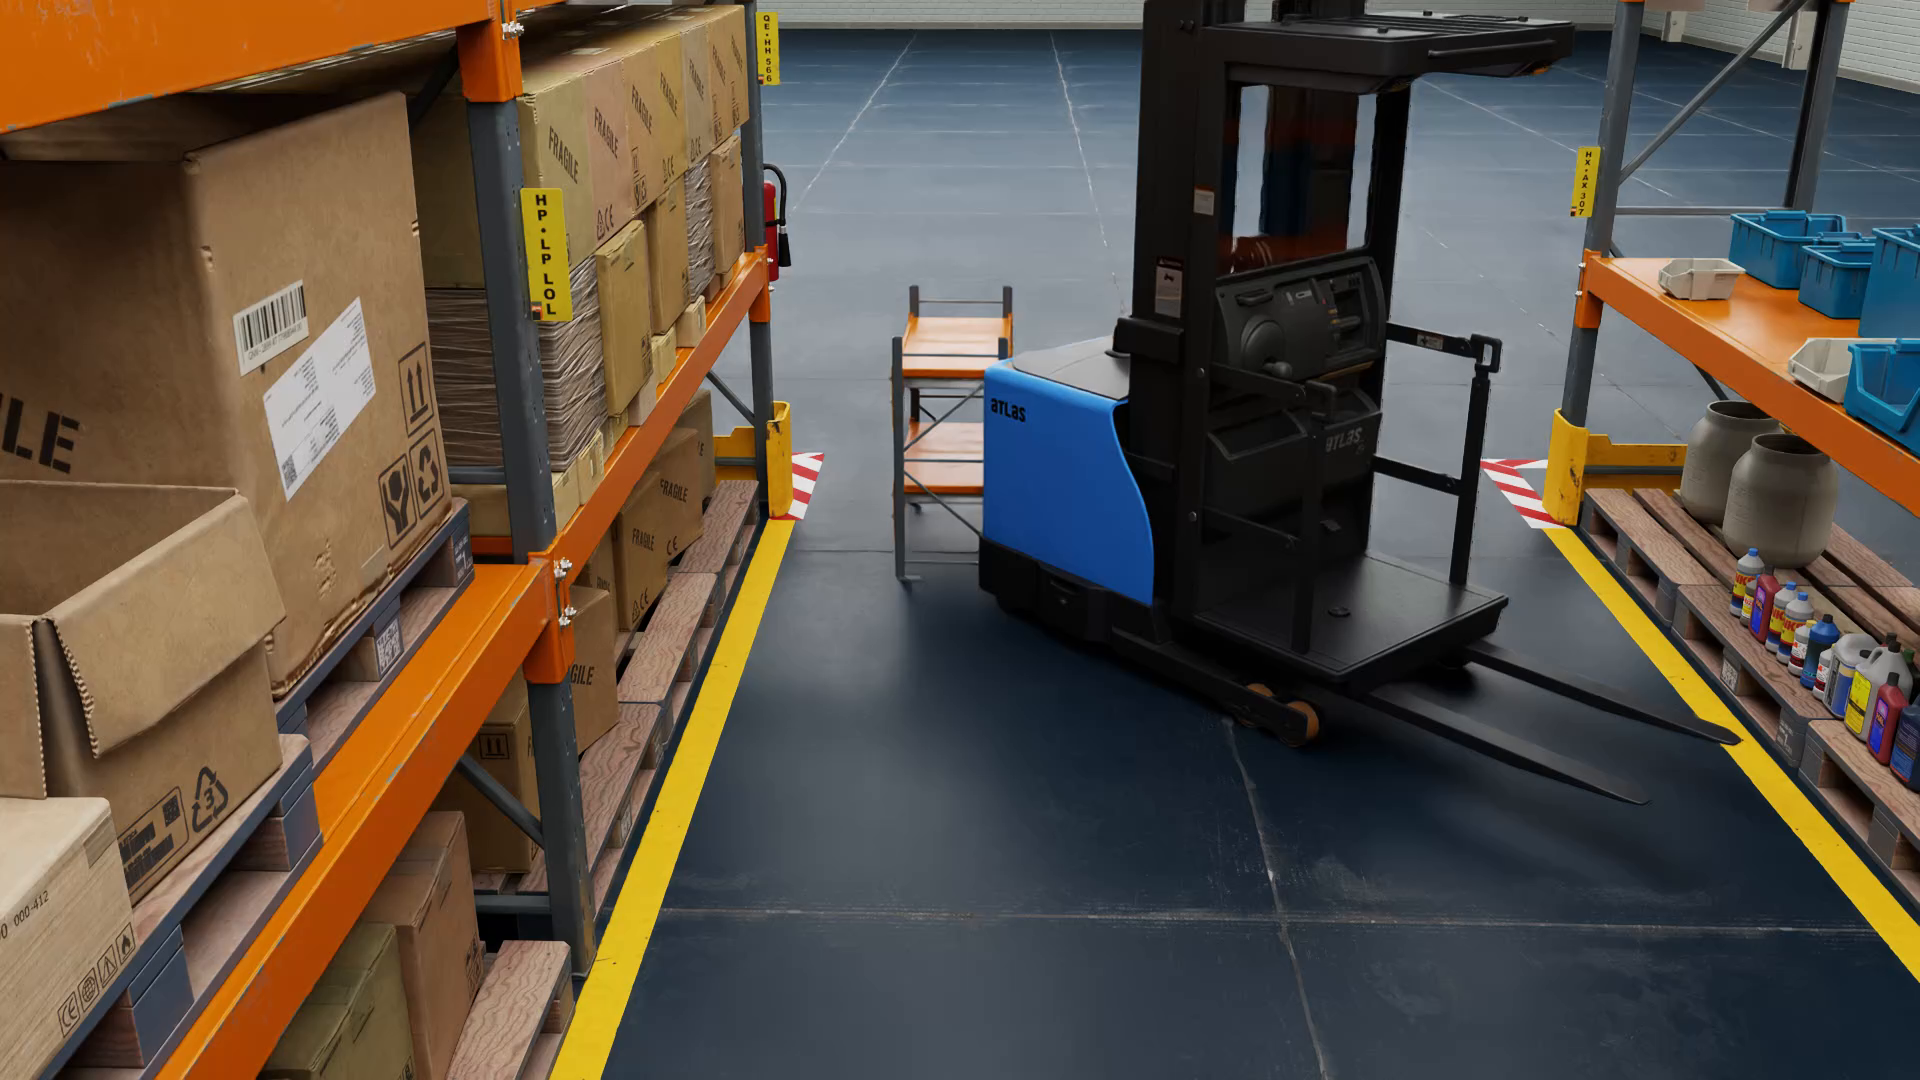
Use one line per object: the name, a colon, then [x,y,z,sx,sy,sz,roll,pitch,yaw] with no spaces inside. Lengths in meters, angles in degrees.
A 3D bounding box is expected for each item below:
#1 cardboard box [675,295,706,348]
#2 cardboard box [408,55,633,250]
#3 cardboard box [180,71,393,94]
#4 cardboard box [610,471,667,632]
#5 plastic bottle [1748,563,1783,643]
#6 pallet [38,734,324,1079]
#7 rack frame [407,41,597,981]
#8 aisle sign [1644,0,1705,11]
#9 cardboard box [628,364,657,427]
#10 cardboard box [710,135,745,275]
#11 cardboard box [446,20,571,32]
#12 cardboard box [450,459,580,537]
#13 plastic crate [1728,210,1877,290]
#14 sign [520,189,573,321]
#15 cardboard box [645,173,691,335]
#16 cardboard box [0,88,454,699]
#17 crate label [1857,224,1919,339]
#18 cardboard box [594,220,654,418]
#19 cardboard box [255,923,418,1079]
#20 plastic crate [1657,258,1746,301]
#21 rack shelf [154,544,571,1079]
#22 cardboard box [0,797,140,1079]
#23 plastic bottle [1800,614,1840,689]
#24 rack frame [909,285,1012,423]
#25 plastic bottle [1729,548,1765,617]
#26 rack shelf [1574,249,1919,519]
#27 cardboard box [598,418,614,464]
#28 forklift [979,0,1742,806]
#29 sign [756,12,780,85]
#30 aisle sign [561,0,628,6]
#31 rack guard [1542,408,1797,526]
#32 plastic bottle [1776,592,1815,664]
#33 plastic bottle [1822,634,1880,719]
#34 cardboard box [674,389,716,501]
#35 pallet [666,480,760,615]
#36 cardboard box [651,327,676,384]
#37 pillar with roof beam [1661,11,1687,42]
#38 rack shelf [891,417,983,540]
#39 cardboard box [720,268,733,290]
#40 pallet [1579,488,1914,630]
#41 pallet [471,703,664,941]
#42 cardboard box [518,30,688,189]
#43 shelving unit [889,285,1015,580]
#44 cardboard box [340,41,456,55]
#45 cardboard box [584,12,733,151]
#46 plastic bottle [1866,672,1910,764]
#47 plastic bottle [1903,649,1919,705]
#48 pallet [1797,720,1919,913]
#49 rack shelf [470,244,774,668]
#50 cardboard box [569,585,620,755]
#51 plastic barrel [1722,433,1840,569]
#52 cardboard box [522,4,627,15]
cardboard box: [-1.189,-0.843,6.402,0.380,0.149,0.250,1,21,2]
cardboard box: [-1.286,-1.155,4.926,0.500,0.500,0.500,1,21,2]
cardboard box: [-1.829,-0.980,4.475,0.500,0.500,0.500,1,21,2]
cardboard box: [-1.504,0.029,6.682,0.500,0.500,0.500,3,21,7]
plastic bottle: [3.113,0.241,6.409,0.061,0.283,0.133,1,21,3]
pallet: [-1.670,0.657,2.454,1.003,0.211,1.213,1,21,2]
rack frame: [-1.568,-0.162,4.301,1.000,3.000,0.127,1,21,2]
aisle sign: [3.214,-2.795,7.493,0.394,0.787,0.004,1,21,2]
cardboard box: [-1.213,-0.481,5.470,0.380,0.149,0.250,1,21,2]
cardboard box: [-1.386,-1.413,6.975,0.875,0.500,0.500,1,21,2]
cardboard box: [-1.771,-1.703,6.339,0.500,0.500,0.500,1,21,2]
cardboard box: [-1.261,-0.120,4.538,0.380,0.149,0.250,1,21,2]
plastic crate: [3.788,-1.301,7.440,0.499,0.251,0.616,1,21,2]
sign: [-1.013,-0.697,4.079,0.100,0.325,0.005,1,21,2]
cardboard box: [-1.471,-1.052,6.045,0.875,0.500,0.500,1,21,2]
cardboard box: [-1.732,-0.352,3.380,1.000,1.000,1.000,1,21,2]
crate label: [3.719,-0.902,6.159,0.502,0.435,0.616,1,21,2]
cardboard box: [-1.442,-0.690,5.112,0.875,0.500,0.500,1,21,2]
cardboard box: [-1.641,1.192,3.658,0.700,0.500,0.500,1,21,1]
plastic crate: [3.156,-1.111,7.111,0.298,0.136,0.250,1,21,2]
rack shelf: [-1.629,0.896,2.567,1.077,0.370,4.000,1,21,2]
cardboard box: [-1.409,0.554,2.080,0.500,0.250,0.500,0,21,0]
plastic bottle: [3.118,0.398,6.020,0.097,0.271,0.097,0,21,0]
rack frame: [0.004,-0.715,8.317,0.500,1.125,0.032,1,21,2]
plastic bottle: [3.138,0.165,6.621,0.097,0.271,0.097,0,21,0]
rack shelf: [3.444,-0.496,6.154,1.077,0.370,4.000,1,21,2]
cardboard box: [-1.260,-0.301,5.005,0.380,0.149,0.250,1,21,2]
forklift: [1.425,-0.816,6.080,1.130,2.935,3.031,-17,27,-37]
sign: [-0.892,-2.283,7.727,0.100,0.325,0.005,1,21,2]
aisle sign: [-1.744,-2.846,7.624,0.394,0.787,0.004,1,21,2]
rack guard: [3.549,-0.361,8.268,1.175,0.500,0.348,1,21,2]
plastic bottle: [3.124,0.325,6.209,0.097,0.271,0.097,0,21,0]
plastic bottle: [3.139,0.476,5.813,0.152,0.276,0.135,1,21,3]
cardboard box: [-1.482,-0.414,7.823,0.500,0.500,0.500,5,22,12]
pallet: [-1.509,0.012,7.706,1.003,0.211,1.213,1,21,2]
cardboard box: [-1.228,-0.662,5.936,0.380,0.149,0.250,1,21,2]
pillar with roof beam: [10.860,-14.874,33.923,9.100,9.000,0.400,1,21,2]
rack shelf: [-0.020,-0.304,7.932,0.538,0.278,1.000,1,21,2]
cardboard box: [-1.213,-1.205,7.335,0.380,0.149,0.250,1,21,2]
pallet: [3.519,0.067,7.563,1.003,0.211,1.213,1,21,2]
pallet: [-1.583,0.894,5.432,1.003,0.211,1.213,1,21,2]
cardboard box: [-1.267,-1.516,5.858,0.500,0.500,0.500,1,21,2]
shelving unit: [-0.020,-0.532,7.844,0.538,1.125,1.048,1,21,2]
cardboard box: [-1.799,-1.341,5.407,0.500,0.500,0.500,1,21,2]
cardboard box: [-1.225,-1.878,6.790,0.500,0.500,0.500,1,21,2]
plastic bottle: [3.083,0.588,5.512,0.061,0.283,0.133,2,21,5]
plastic bottle: [3.233,0.523,5.681,0.061,0.283,0.133,1,21,2]
pallet: [3.445,0.950,5.290,1.003,0.211,1.213,1,21,2]
rack shelf: [-1.507,-0.550,6.295,1.077,0.370,4.000,1,21,2]
cardboard box: [-1.506,0.456,5.583,0.500,0.500,0.500,8,22,19]
plastic barrel: [3.546,-0.170,7.179,0.421,0.512,0.421,0,21,0]
cardboard box: [-1.735,-2.064,7.271,0.500,0.500,0.500,1,21,2]
